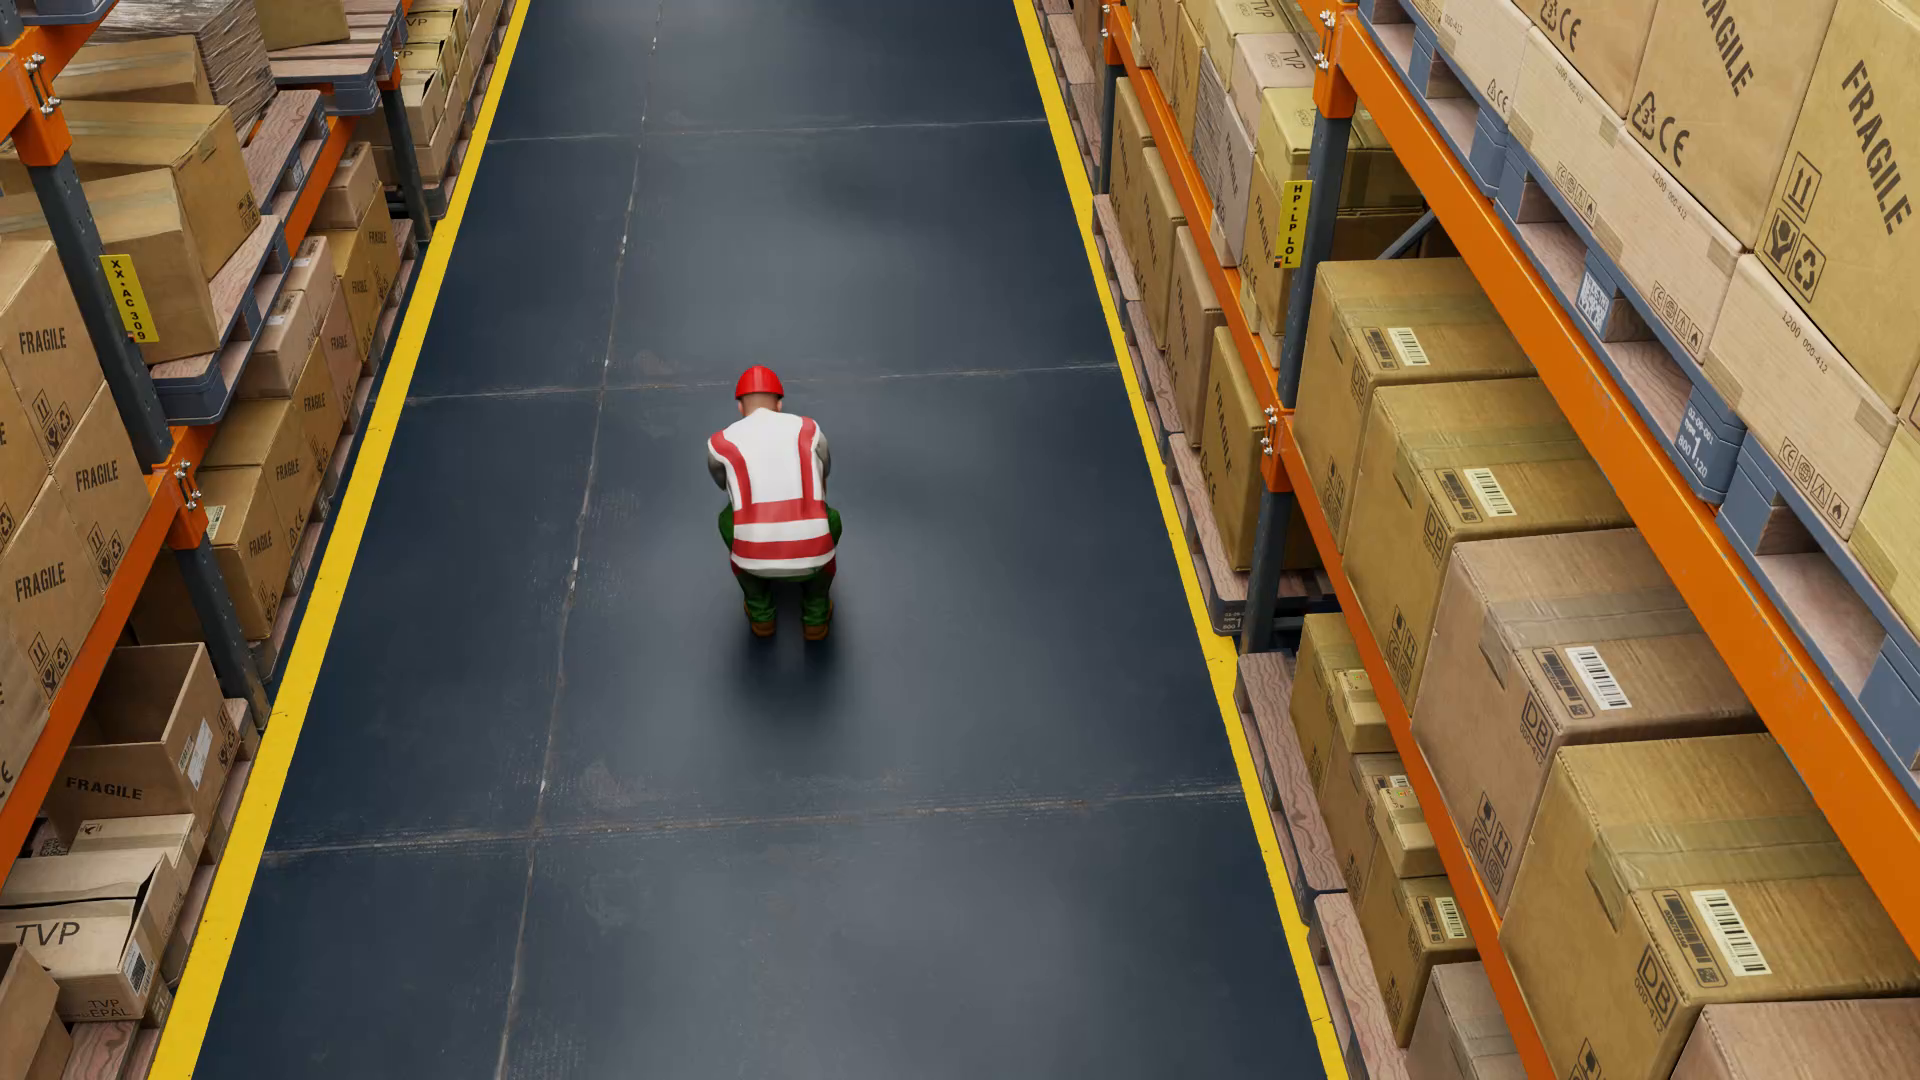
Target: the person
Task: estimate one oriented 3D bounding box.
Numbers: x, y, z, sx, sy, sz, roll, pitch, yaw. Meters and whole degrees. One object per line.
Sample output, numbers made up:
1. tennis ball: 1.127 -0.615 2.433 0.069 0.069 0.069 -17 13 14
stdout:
1. person: -0.762 -0.114 6.916 0.534 0.996 0.894 -4 39 -5
